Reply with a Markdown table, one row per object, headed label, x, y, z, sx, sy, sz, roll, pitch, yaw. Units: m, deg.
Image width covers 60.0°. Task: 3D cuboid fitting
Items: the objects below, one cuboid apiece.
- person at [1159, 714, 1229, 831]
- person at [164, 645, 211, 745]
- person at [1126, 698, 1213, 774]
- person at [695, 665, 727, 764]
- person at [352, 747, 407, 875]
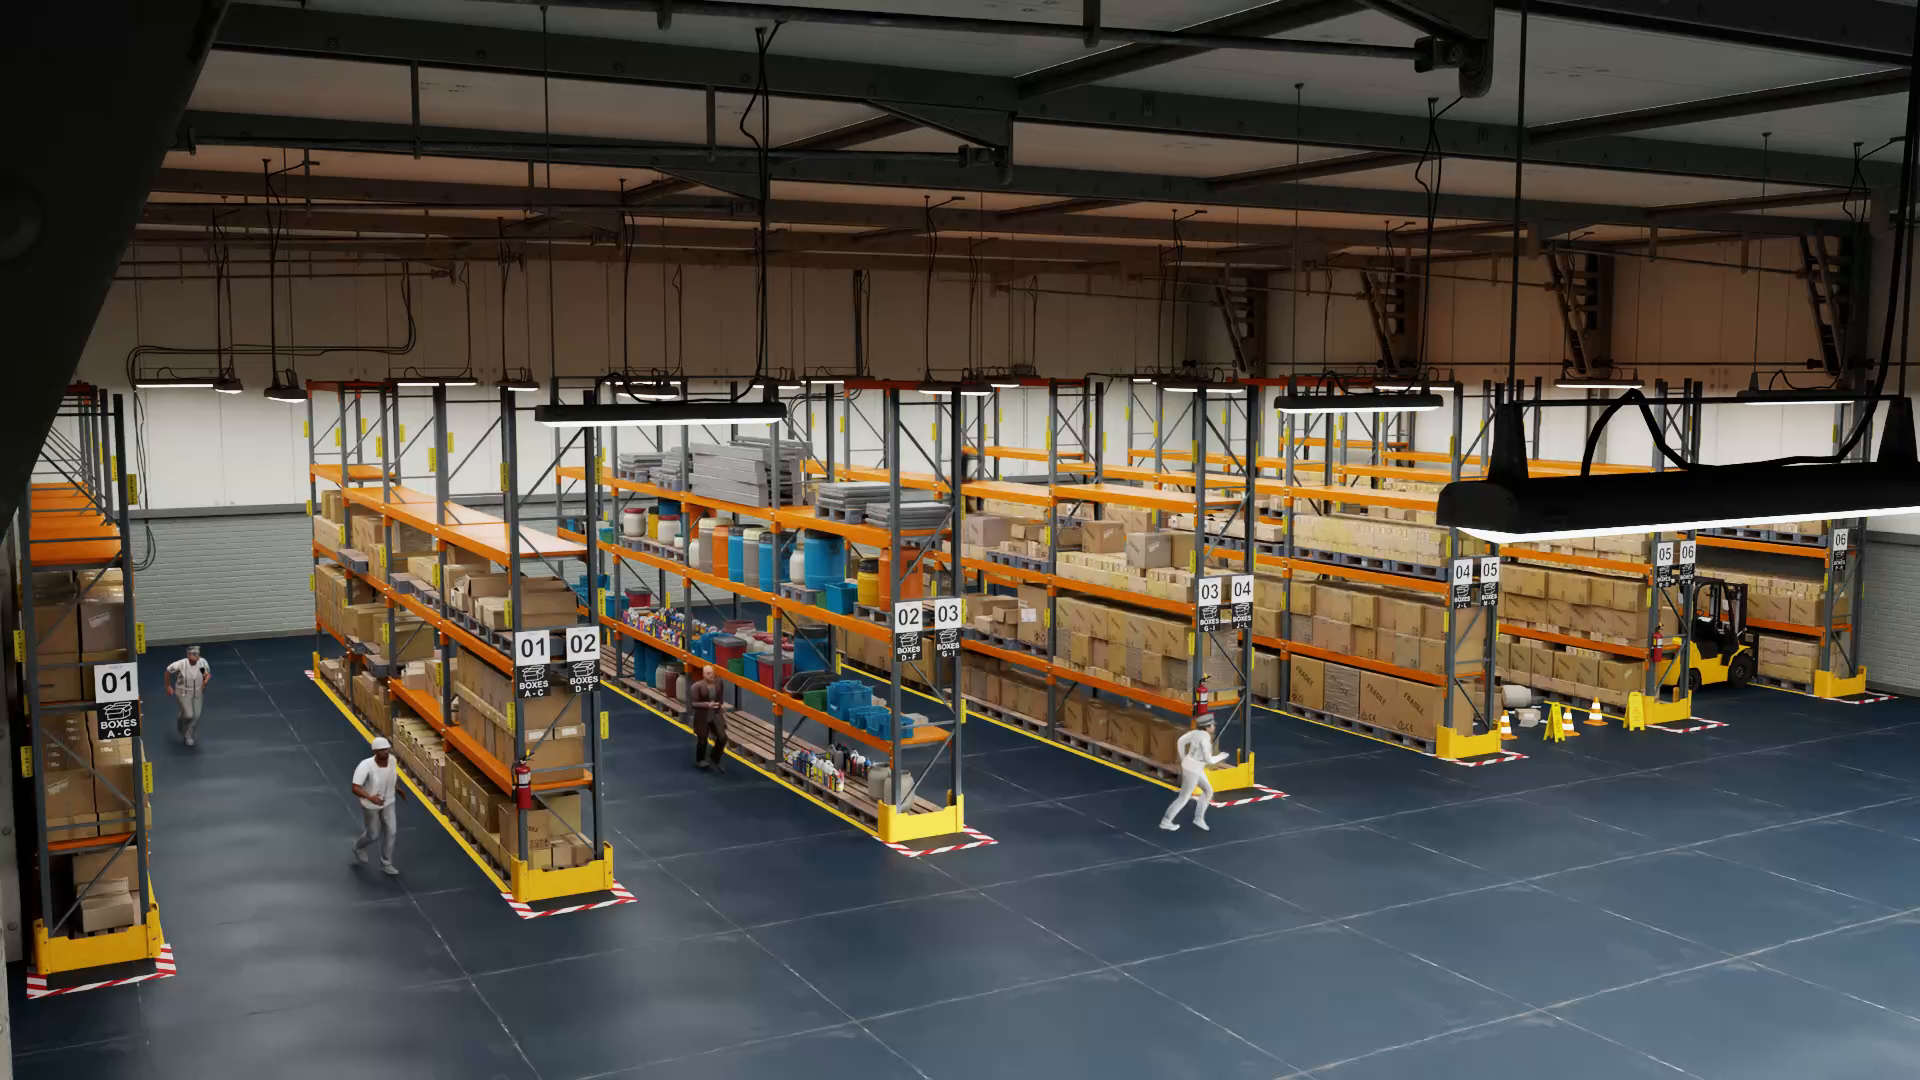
| label | x | y | z | sx | sy | sz | roll | pitch | yaw |
| --- | --- | --- | --- | --- | --- | --- | --- | --- | --- |
| person | 3.153 | 3.148 | 22.409 | 0.930 | 1.650 | 0.595 | 0 | 6 | -1 |
| person | -12.785 | 2.568 | 27.614 | 0.745 | 1.702 | 0.665 | 6 | 8 | 43 |
| person | 3.390 | 2.650 | 26.198 | 1.720 | 1.614 | 7.960 | -1 | 6 | -8 |
| person | -3.885 | 2.702 | 25.650 | 0.605 | 1.612 | 0.962 | -3 | 7 | -25 |
| person | -7.305 | 3.296 | 20.730 | 0.860 | 1.686 | 0.695 | 5 | 8 | 41 |
